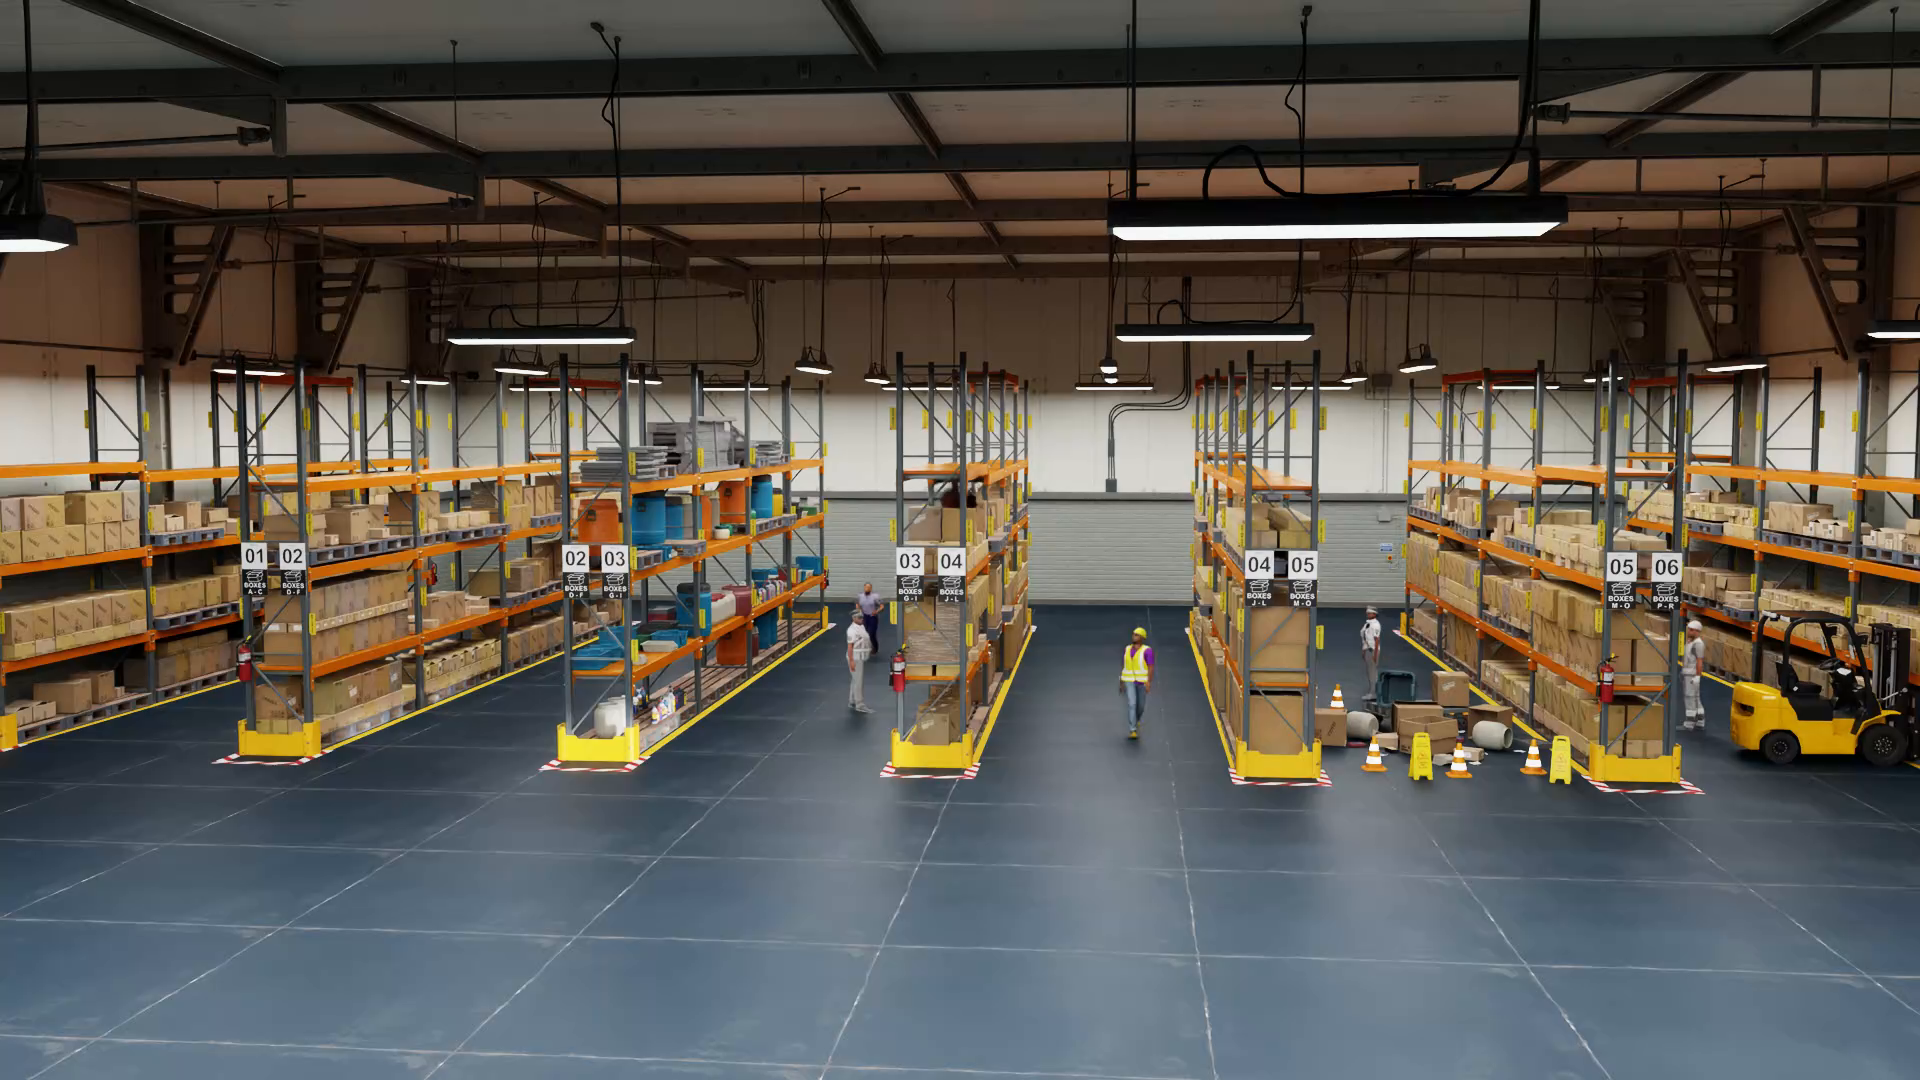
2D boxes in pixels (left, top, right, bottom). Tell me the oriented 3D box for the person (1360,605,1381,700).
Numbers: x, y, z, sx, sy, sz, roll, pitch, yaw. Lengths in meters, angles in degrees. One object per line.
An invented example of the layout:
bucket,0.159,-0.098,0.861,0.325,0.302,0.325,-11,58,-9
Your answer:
person,7.414,2.021,30.045,0.364,1.695,0.491,1,4,13

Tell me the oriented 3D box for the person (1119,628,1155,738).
person,2.825,2.264,26.545,0.519,1.716,0.975,0,4,-6

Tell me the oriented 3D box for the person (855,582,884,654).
person,-1.928,1.721,35.163,0.638,1.680,0.709,1,4,10

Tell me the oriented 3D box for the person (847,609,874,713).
person,-1.696,2.076,28.787,0.532,1.793,0.563,1,4,16

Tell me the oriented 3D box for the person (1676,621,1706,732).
person,11.840,2.202,26.931,0.448,1.796,0.580,2,5,30
